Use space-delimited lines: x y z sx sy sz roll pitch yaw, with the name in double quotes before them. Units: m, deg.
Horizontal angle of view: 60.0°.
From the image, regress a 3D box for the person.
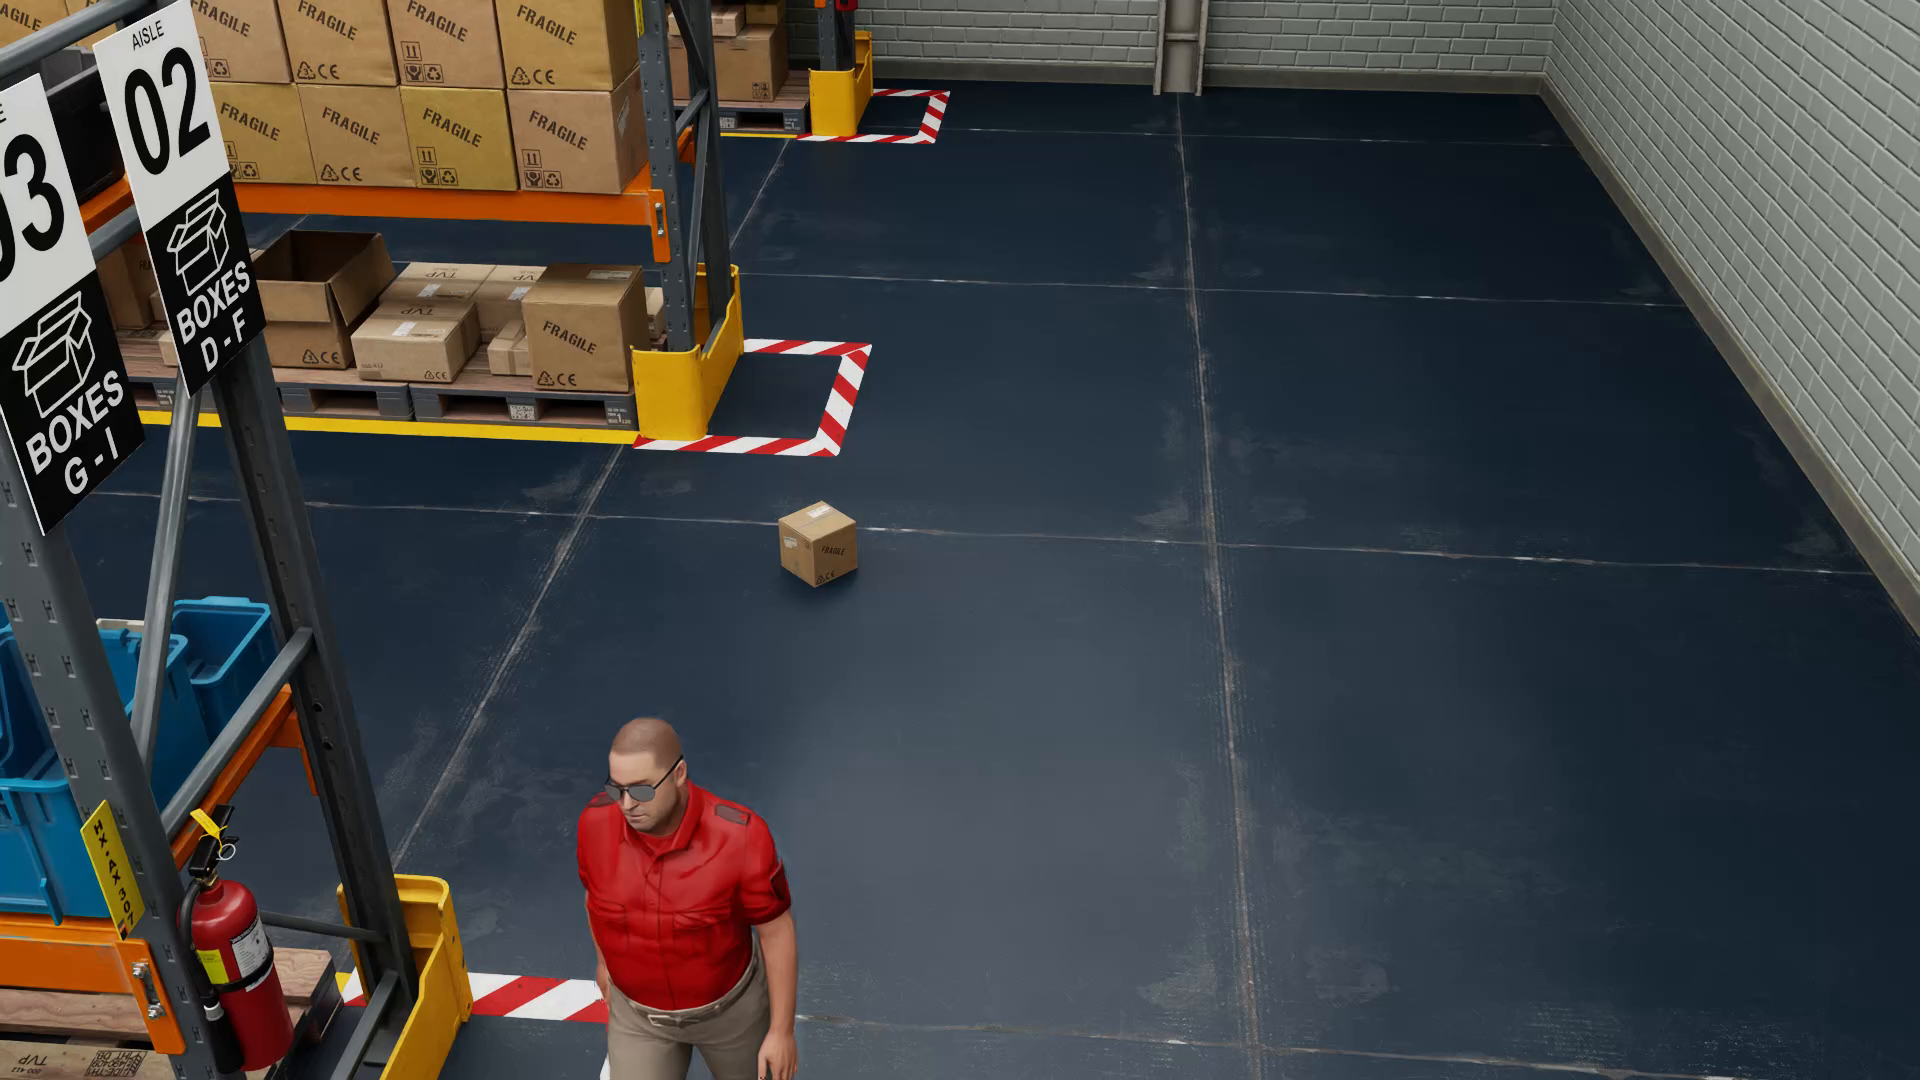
"person" -0.687 1.165 4.248 0.413 1.544 0.652 4 32 6
